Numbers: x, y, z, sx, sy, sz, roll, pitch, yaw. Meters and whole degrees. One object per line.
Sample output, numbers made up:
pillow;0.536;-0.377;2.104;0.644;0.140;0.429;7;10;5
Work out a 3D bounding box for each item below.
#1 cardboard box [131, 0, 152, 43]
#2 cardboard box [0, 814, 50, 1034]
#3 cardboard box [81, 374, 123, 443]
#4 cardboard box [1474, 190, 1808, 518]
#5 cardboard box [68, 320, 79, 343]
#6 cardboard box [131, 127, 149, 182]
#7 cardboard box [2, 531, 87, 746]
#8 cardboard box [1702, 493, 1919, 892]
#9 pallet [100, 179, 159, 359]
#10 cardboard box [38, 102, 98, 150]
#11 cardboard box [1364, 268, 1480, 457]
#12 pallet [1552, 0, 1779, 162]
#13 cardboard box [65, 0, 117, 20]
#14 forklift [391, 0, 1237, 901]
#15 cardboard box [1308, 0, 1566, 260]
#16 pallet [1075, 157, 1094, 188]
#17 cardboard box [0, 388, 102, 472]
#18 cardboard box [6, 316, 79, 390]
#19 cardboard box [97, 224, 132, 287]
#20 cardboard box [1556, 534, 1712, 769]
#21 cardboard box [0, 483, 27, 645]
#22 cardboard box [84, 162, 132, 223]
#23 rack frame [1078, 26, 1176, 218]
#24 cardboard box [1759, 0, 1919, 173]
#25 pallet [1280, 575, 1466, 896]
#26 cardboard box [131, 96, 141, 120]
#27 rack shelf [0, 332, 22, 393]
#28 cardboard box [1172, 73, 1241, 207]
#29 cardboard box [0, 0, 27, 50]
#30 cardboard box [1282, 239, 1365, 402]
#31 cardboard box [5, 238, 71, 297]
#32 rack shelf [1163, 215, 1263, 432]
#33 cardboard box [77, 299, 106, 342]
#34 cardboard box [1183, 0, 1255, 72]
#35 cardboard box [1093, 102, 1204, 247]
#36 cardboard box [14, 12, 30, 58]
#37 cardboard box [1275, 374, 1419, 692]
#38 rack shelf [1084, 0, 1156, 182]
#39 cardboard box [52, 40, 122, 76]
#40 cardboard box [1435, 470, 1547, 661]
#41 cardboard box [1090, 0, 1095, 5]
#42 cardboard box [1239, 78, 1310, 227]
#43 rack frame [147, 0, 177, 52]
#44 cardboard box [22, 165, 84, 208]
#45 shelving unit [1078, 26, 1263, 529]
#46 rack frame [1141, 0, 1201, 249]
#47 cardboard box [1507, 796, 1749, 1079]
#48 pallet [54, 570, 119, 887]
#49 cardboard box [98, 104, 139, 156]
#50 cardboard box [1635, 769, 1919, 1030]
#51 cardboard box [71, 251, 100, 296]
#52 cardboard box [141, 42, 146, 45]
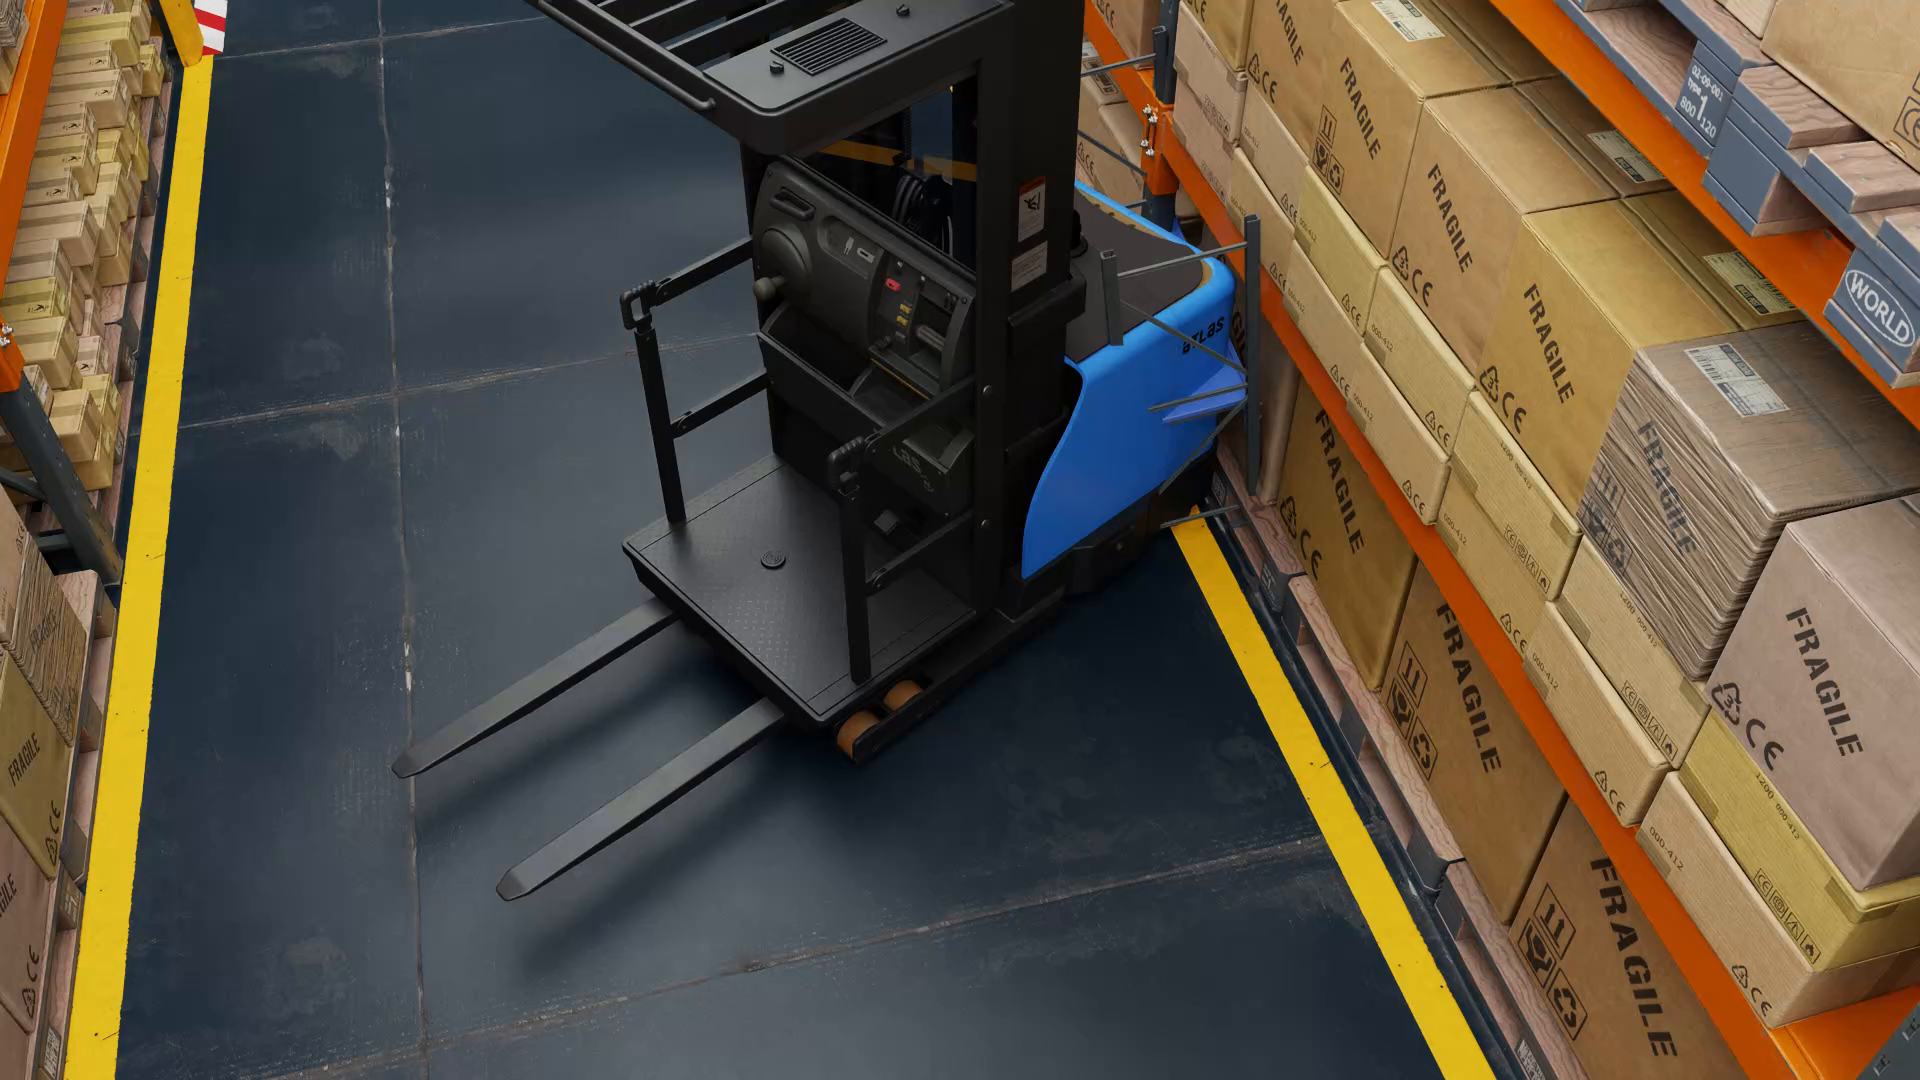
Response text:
cardboard box;-4.180;-2.534;8.127;0.380;0.149;0.250;-12;47;-11
cardboard box;-2.876;1.071;4.556;0.500;0.500;0.500;-12;47;-11
cardboard box;-3.418;-0.474;6.317;0.380;0.149;0.250;-9;46;-9
cardboard box;1.571;-0.435;3.806;0.500;0.500;0.500;-11;47;-10
cardboard box;-3.600;-0.713;6.342;0.380;0.149;0.250;-11;47;-11
cardboard box;-3.905;-1.727;7.544;0.380;0.149;0.250;-13;47;-12
cardboard box;-3.134;0.362;5.252;0.500;0.500;0.500;-12;47;-11
cardboard box;1.831;0.261;3.123;0.500;0.500;0.500;-12;47;-11
pallet;-4.089;-1.156;7.235;1.003;0.211;1.213;-11;47;-10
cardboard box;-3.925;-1.724;7.124;0.380;0.149;0.250;-12;47;-12
cardboard box;1.427;-0.516;4.411;0.500;0.250;0.500;-12;47;-12
pallet;1.711;-1.235;3.392;1.003;0.211;1.213;-9;46;-8
cardboard box;-4.202;-2.447;7.833;0.380;0.149;0.250;-10;46;-10
forklift;-0.460;-0.718;4.902;3.031;2.935;1.130;-34;54;-29
cardboard box;1.310;-1.142;4.499;0.500;0.500;0.500;-12;47;-11
pallet;1.073;-1.369;7.444;1.003;0.211;1.213;-11;47;-10
cardboard box;-3.351;-0.393;6.029;0.380;0.149;0.250;-9;46;-8
cardboard box;-3.468;-0.665;6.087;0.380;0.149;0.250;-9;46;-8
cardboard box;-3.721;-1.179;7.007;0.380;0.149;0.250;-12;47;-11
cardboard box;1.711;0.192;3.717;0.500;0.250;0.500;-12;47;-11
cardboard box;-3.132;0.102;4.981;0.500;0.250;0.500;-12;47;-11
cardboard box;-3.756;-1.455;7.069;0.380;0.149;0.250;-10;46;-10
rack frame;0.567;-1.243;6.297;0.500;1.500;0.032;-14;52;-1
cardboard box;1.779;-0.925;2.592;0.700;0.500;0.500;-13;47;-12
pallet;1.778;0.533;5.580;1.003;0.211;1.213;-11;47;-10
cardboard box;-4.107;-2.060;7.870;0.380;0.149;0.250;-11;47;-11
rack shelf;-3.055;0.801;3.868;1.077;0.370;4.000;-11;47;-10
cardboard box;1.049;-1.401;5.628;0.500;0.250;0.500;-12;47;-11
cardboard box;-3.678;-2.053;5.883;0.500;0.500;0.500;-12;47;-11
cardboard box;1.299;-0.688;4.929;0.500;0.250;0.500;-11;47;-11
cardboard box;-3.670;-1.007;6.422;0.380;0.149;0.250;-12;47;-11
rack shelf;0.697;-0.750;6.122;0.538;0.185;1.000;-14;52;-1
cardboard box;-3.645;-0.802;6.638;0.380;0.149;0.250;-12;47;-11
cardboard box;1.027;-1.835;5.178;0.500;0.500;0.500;-10;46;-10
cardboard box;1.135;-1.509;7.129;0.875;0.438;0.875;-11;47;-11
cardboard box;-3.708;-1.899;6.187;0.380;0.149;0.250;-9;46;-9
cardboard box;1.667;-0.174;5.514;0.875;0.875;0.875;-9;46;-9
rack shelf;0.680;-2.935;7.530;1.077;0.370;4.000;-11;47;-10
cardboard box;-4.008;-2.101;7.494;0.380;0.149;0.250;-12;47;-12
cardboard box;1.576;0.006;4.249;0.500;0.250;0.500;-11;47;-11
cardboard box;0.689;-2.469;6.499;0.500;0.500;0.500;-12;47;-11
cardboard box;1.193;-1.218;5.099;0.500;0.250;0.500;-10;46;-10
rack frame;-4.591;-3.593;7.671;1.000;3.000;0.127;-11;47;-10
cardboard box;-3.805;-1.370;6.778;0.380;0.149;0.250;-12;47;-12
shelving unit;0.672;-0.859;5.981;0.538;1.500;1.048;-14;52;-1
rack frame;1.192;-1.806;5.920;1.000;3.000;0.127;-11;47;-10
cardboard box;2.119;1.060;4.304;0.875;0.875;0.875;-11;47;-11
pallet;-3.367;0.682;5.434;1.003;0.211;1.213;-11;47;-10
cardboard box;-3.901;-1.820;7.427;0.380;0.149;0.250;-10;46;-10
cardboard box;1.835;0.706;3.562;0.500;0.250;0.500;-12;47;-12
cardboard box;-3.714;-1.094;6.716;0.380;0.149;0.250;-9;46;-8
cardboard box;-4.255;-2.417;8.220;0.380;0.149;0.250;-10;46;-10
